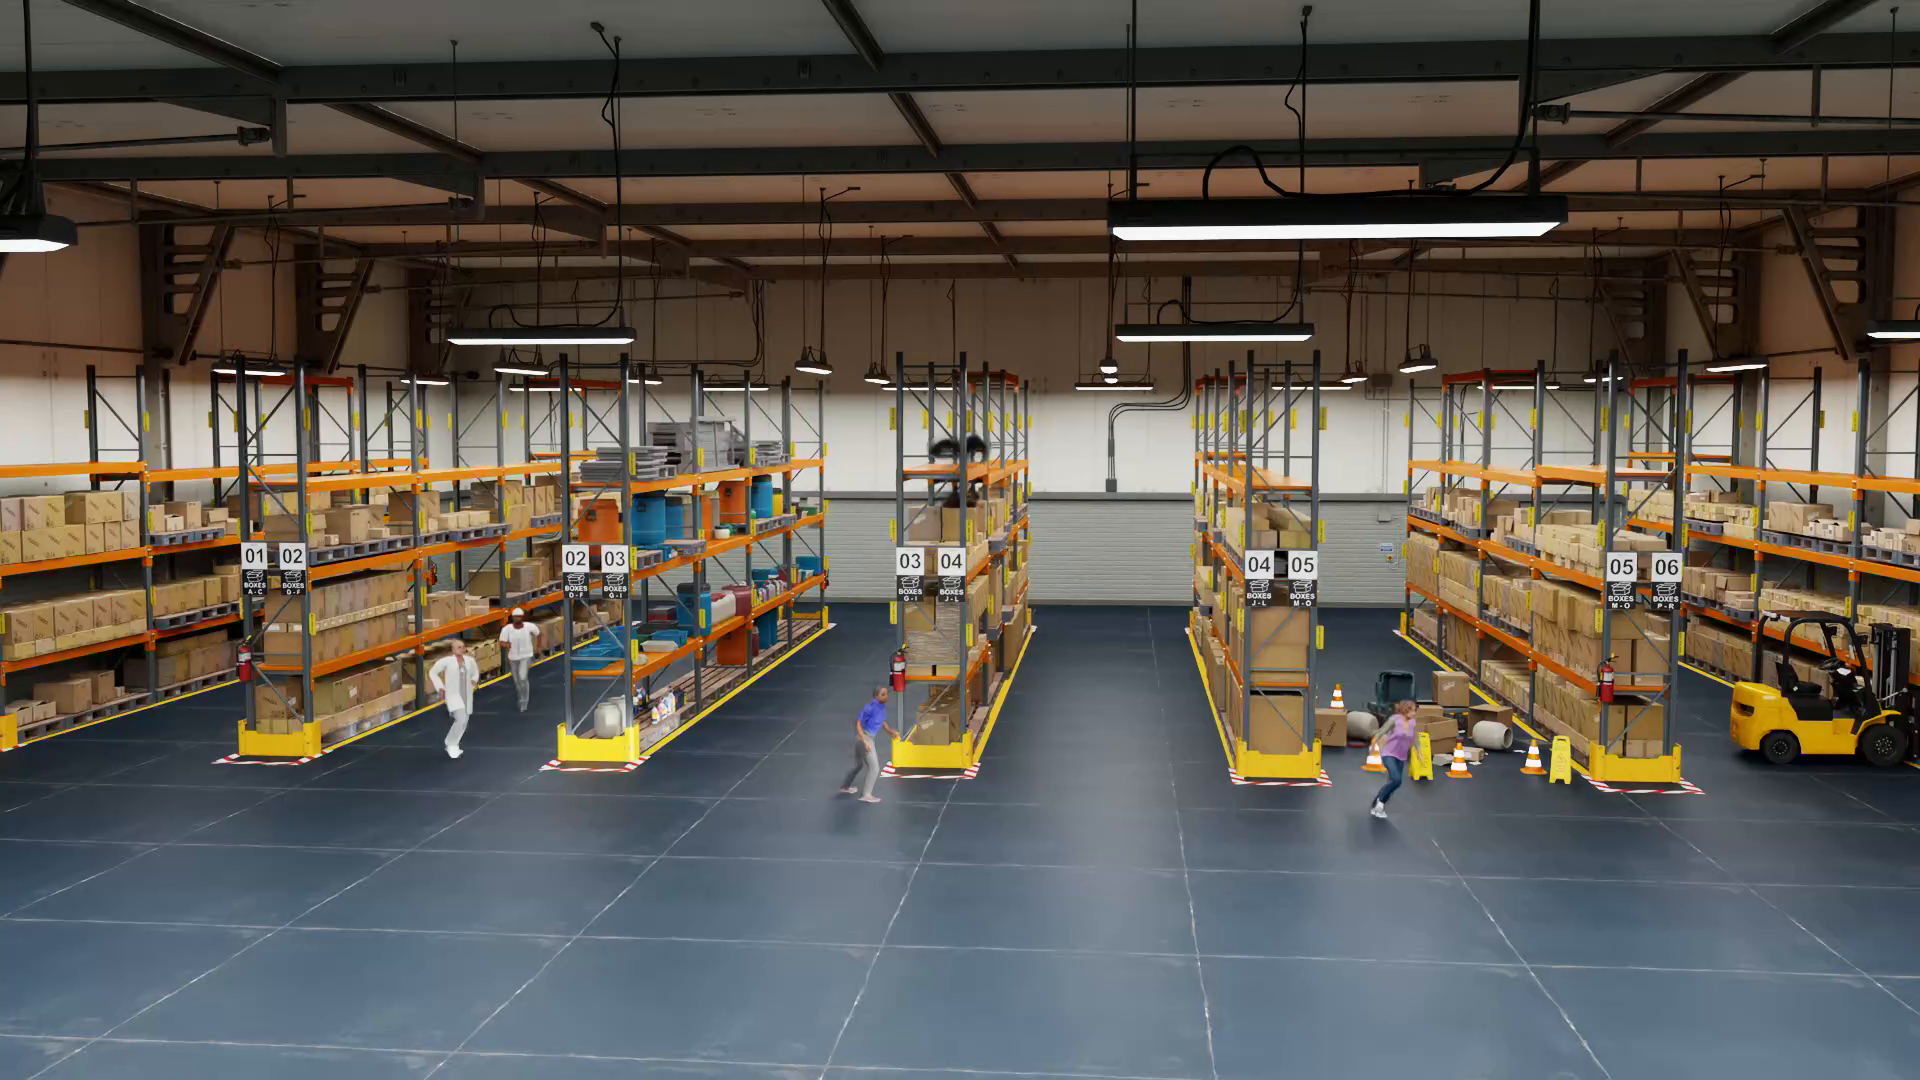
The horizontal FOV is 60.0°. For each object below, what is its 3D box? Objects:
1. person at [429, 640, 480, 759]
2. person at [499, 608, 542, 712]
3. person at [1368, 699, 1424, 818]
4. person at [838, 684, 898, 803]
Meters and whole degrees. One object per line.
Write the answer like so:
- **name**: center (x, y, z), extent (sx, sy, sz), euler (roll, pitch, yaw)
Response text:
- **person**: center (-7.457, 2.364, 24.738), extent (0.738, 1.759, 0.695), euler (4, 6, 44)
- **person**: center (-7.635, 2.077, 28.846), extent (0.656, 1.811, 0.832), euler (0, 4, 0)
- **person**: center (5.503, 2.750, 20.887), extent (0.518, 1.523, 0.695), euler (-2, 5, -26)
- **person**: center (-1.233, 2.666, 21.985), extent (0.855, 1.581, 0.630), euler (1, 4, 12)
